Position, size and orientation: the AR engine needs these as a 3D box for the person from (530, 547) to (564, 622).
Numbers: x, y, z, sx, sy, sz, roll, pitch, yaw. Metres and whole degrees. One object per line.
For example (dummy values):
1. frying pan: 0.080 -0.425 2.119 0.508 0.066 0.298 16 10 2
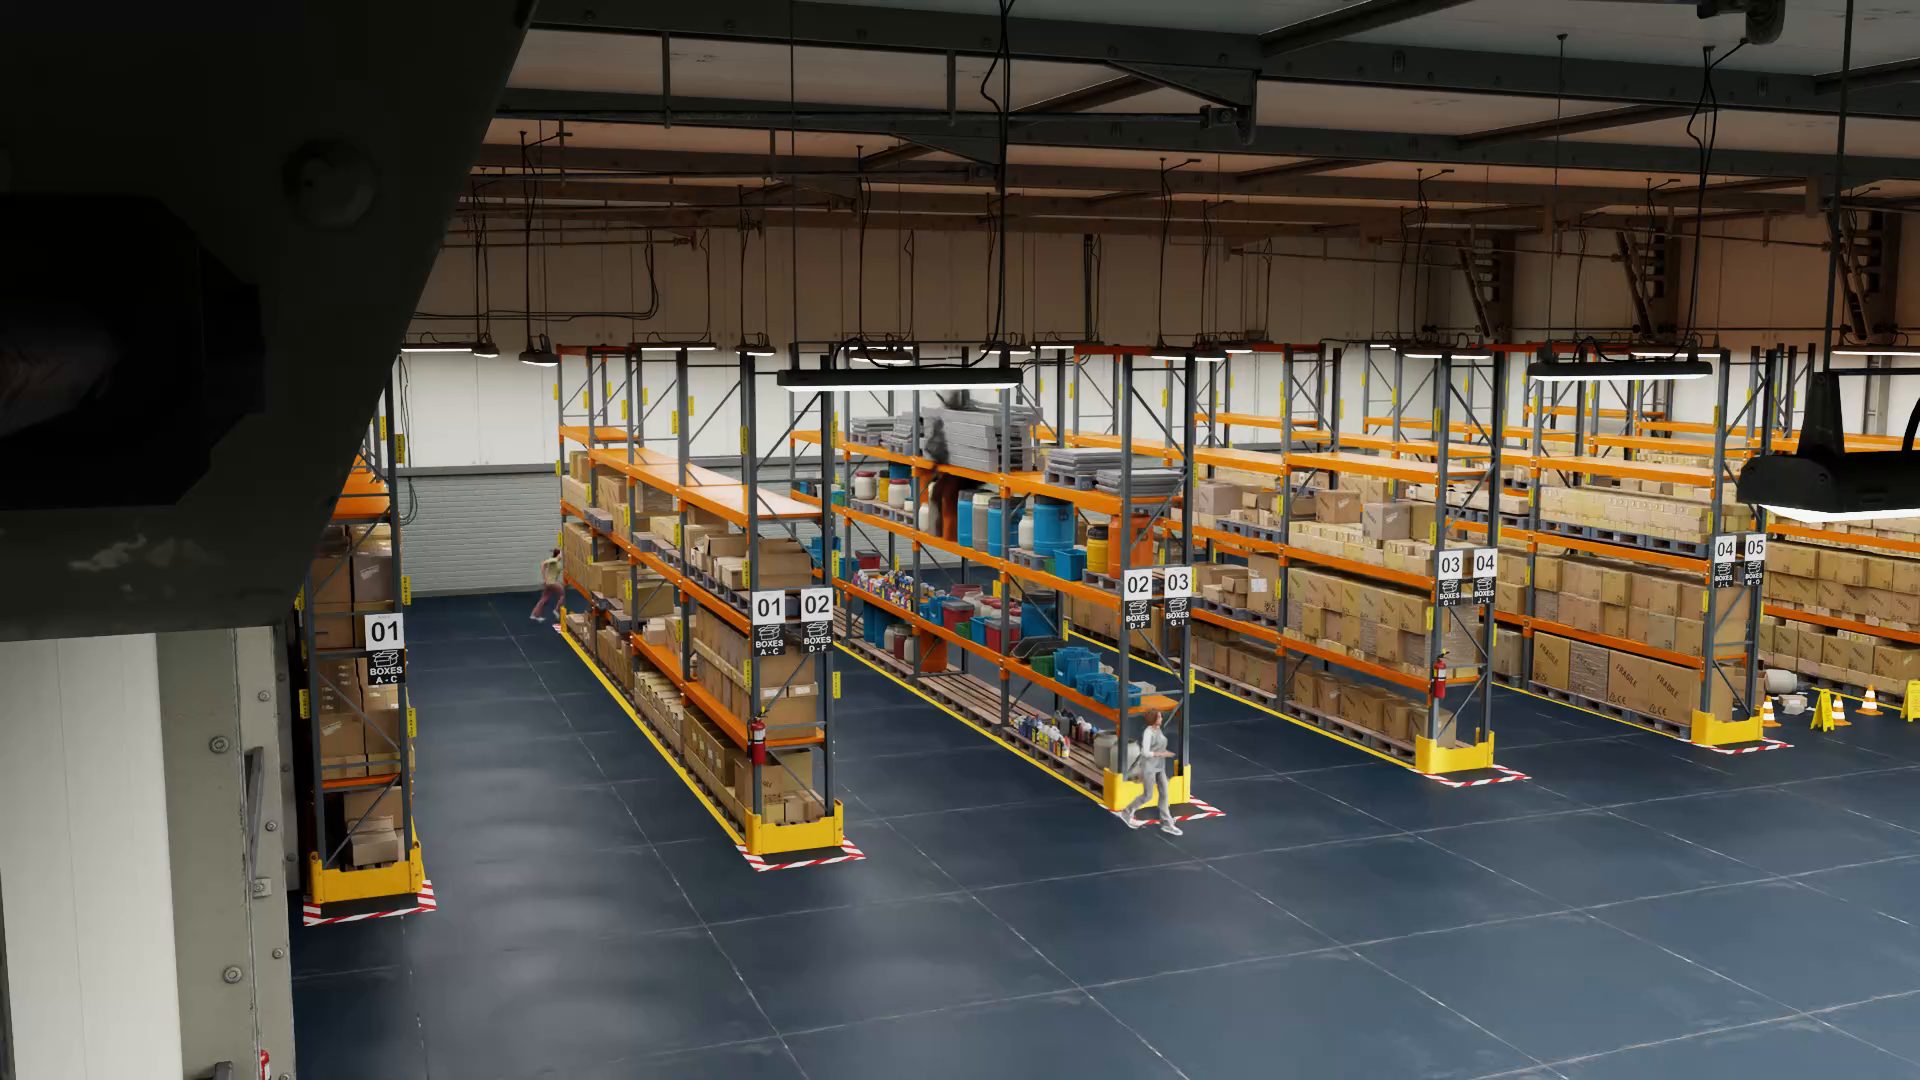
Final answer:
1. person: -8.838 0.969 35.834 0.877 1.626 0.571 -2 7 -14

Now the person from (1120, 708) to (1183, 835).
1. person: 2.402 2.881 20.814 0.801 1.595 0.549 4 8 28
